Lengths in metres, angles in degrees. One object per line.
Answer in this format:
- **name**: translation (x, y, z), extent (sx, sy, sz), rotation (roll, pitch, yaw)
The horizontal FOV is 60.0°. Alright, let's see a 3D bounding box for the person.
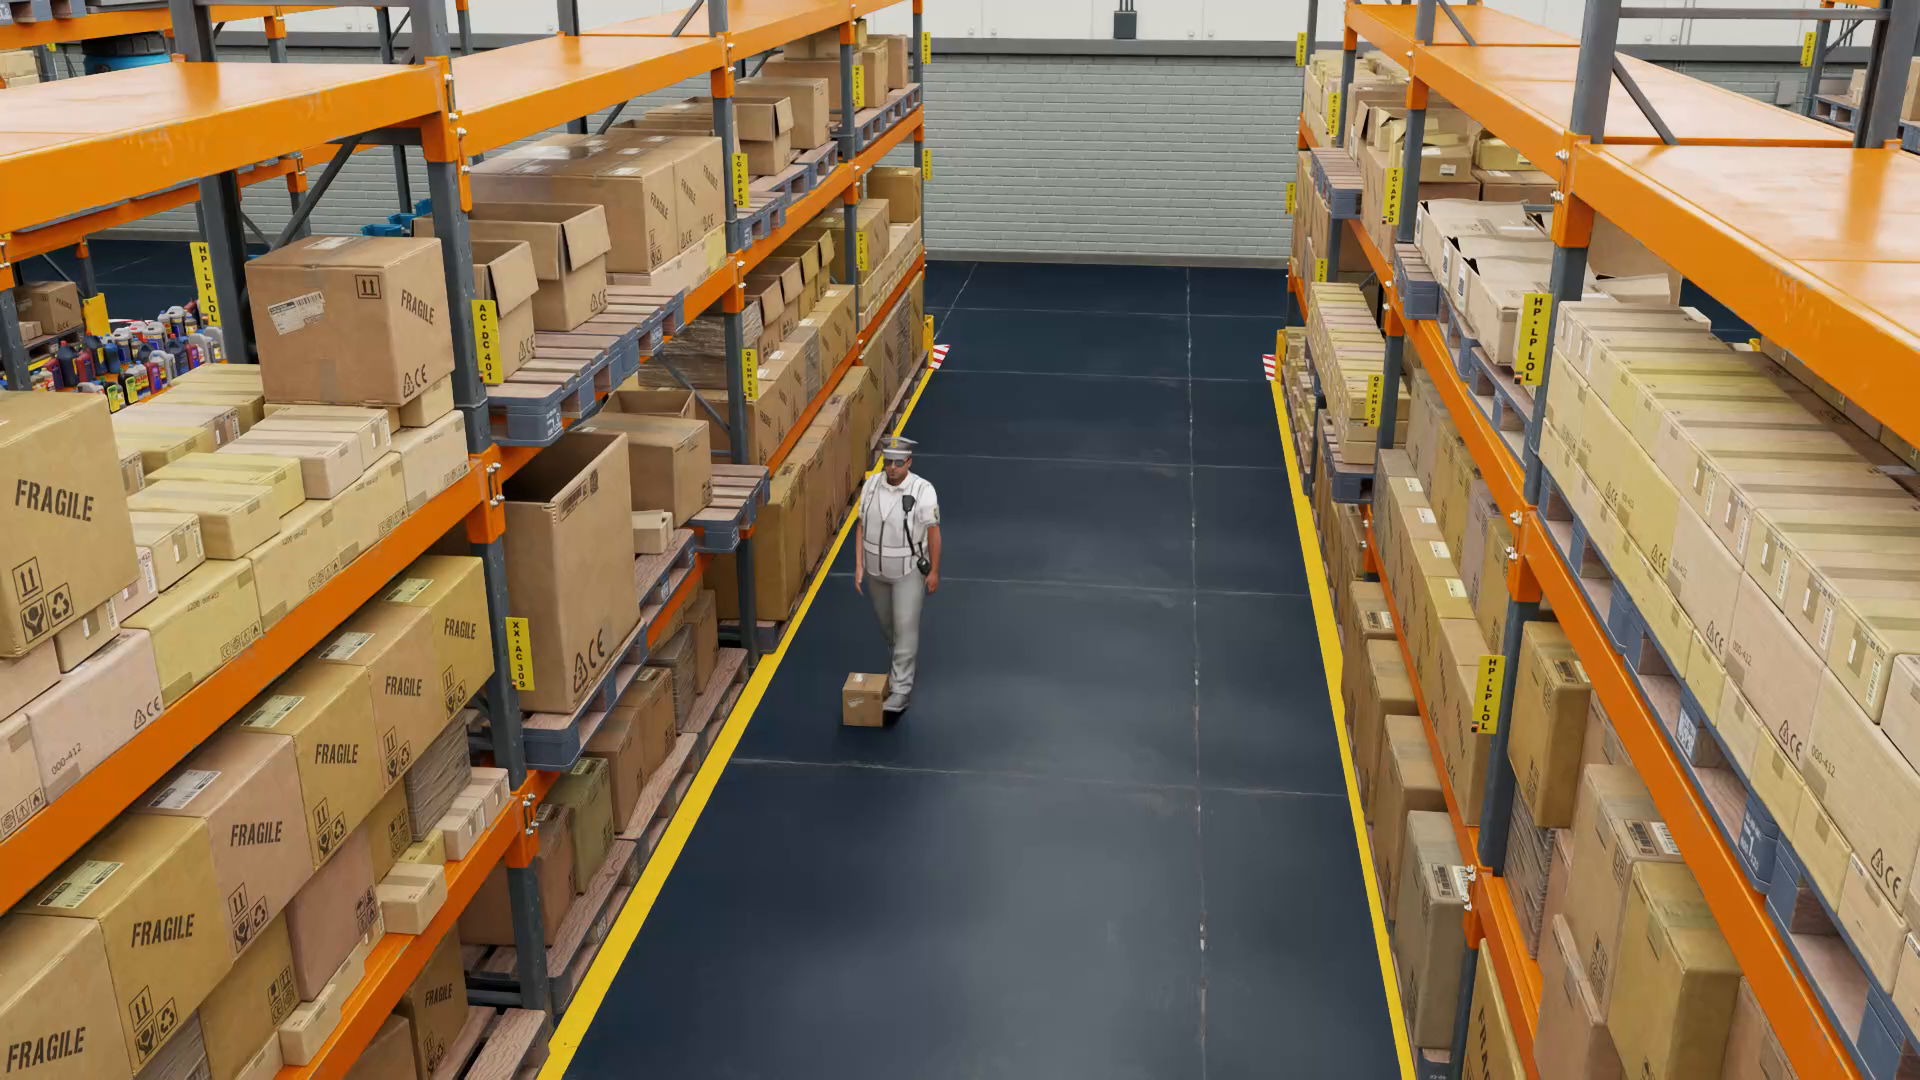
- **person**: translation (-0.446, 0.200, 10.549), extent (0.537, 1.750, 0.776), rotation (10, 23, 25)
